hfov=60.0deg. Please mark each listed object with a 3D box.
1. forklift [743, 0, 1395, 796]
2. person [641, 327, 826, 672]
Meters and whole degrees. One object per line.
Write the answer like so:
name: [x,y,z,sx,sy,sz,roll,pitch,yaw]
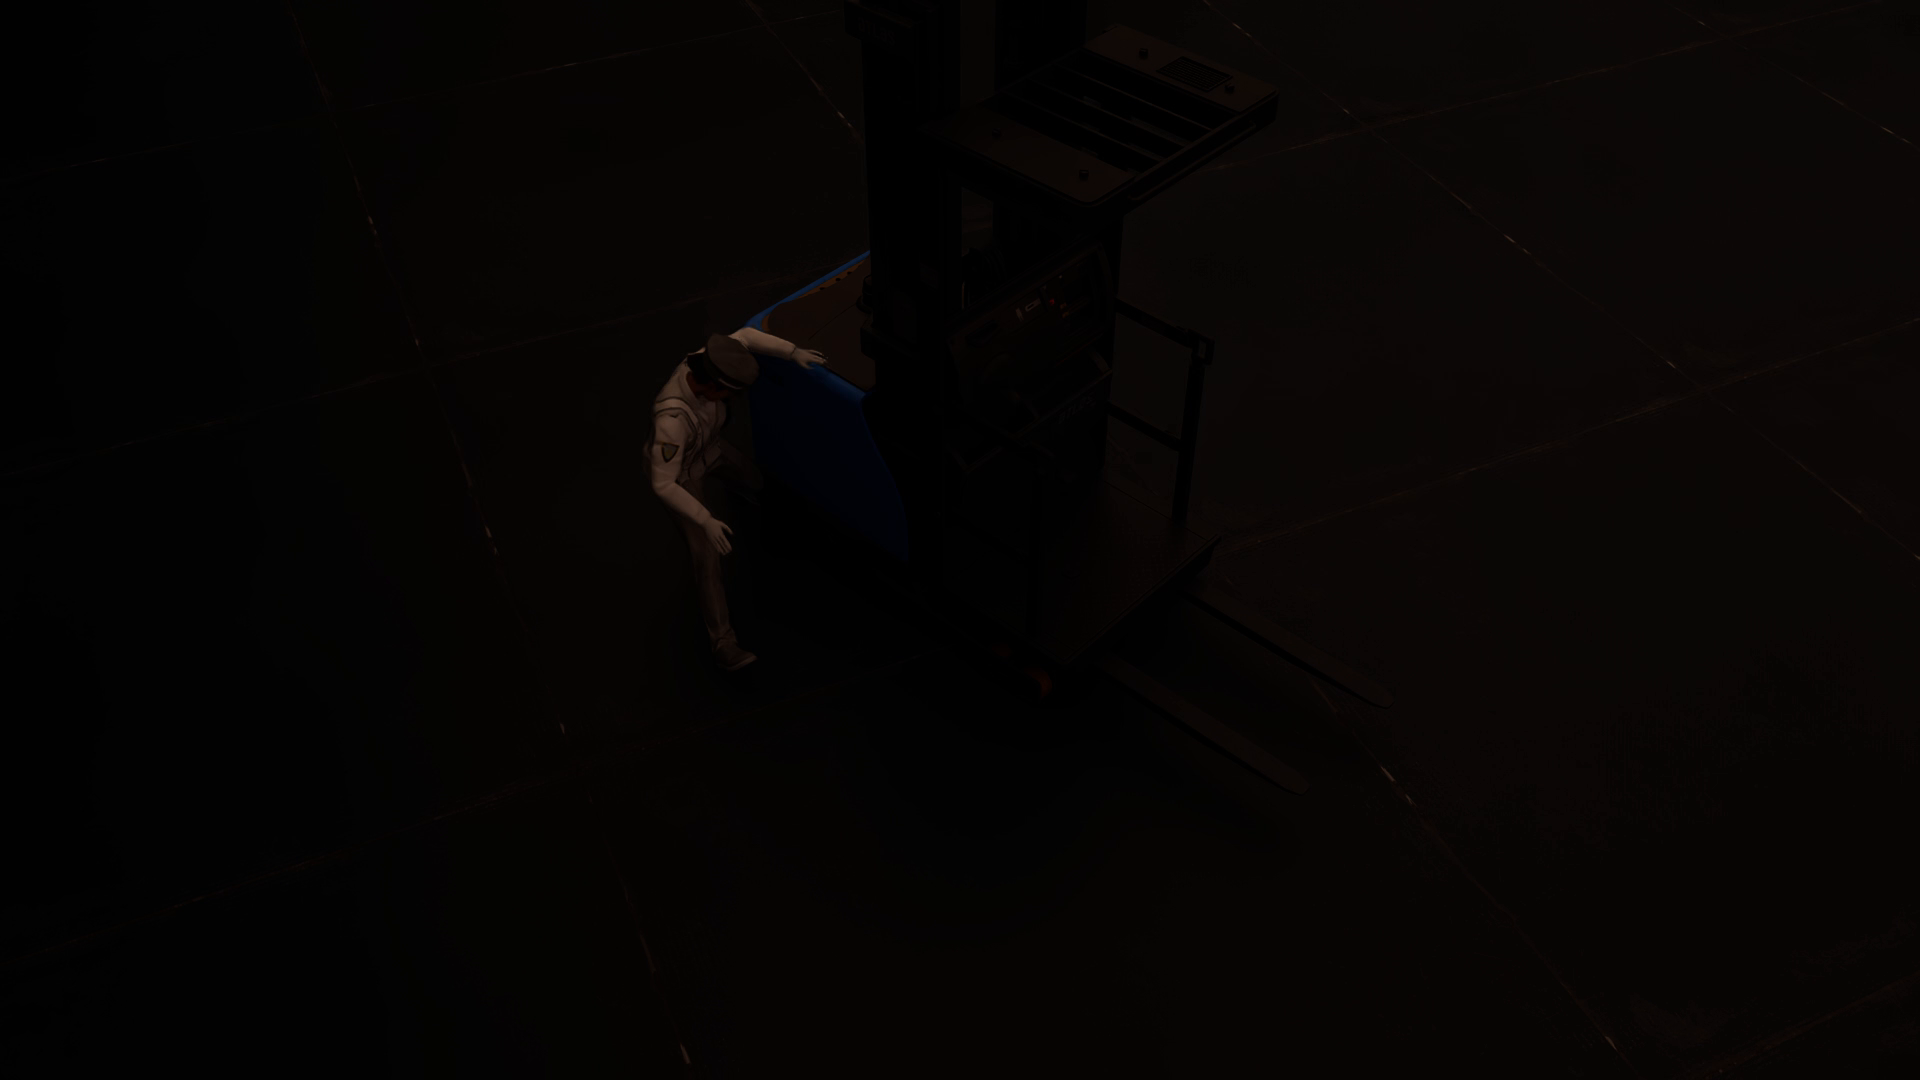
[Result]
forklift: [0.445,-0.788,6.525,3.031,2.935,1.130,32,52,30]
person: [-1.006,-0.311,7.176,0.922,1.372,1.145,22,47,22]
